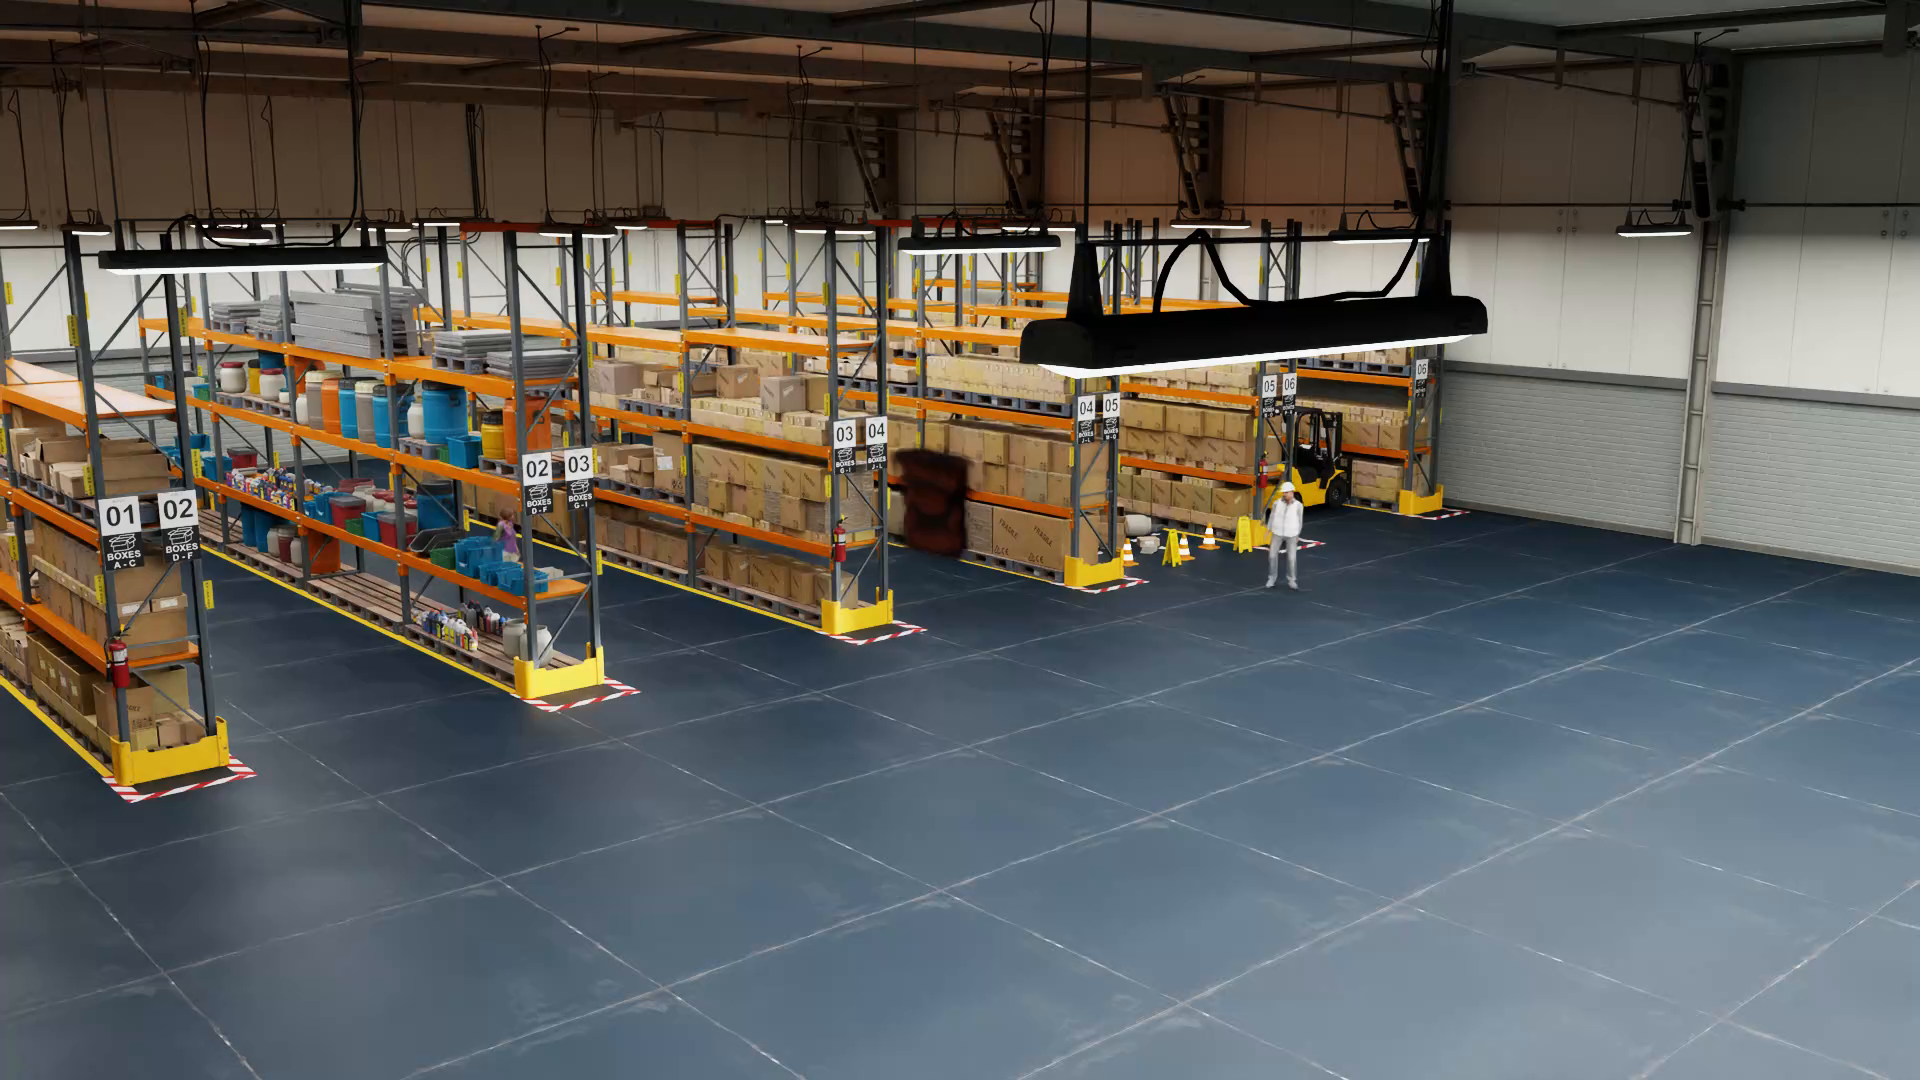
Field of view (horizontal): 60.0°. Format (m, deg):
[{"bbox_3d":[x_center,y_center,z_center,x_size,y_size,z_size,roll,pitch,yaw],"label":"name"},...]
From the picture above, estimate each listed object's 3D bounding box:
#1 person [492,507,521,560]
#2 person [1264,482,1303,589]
[{"bbox_3d":[-7.362,0.221,26.834,0.498,1.542,0.915,-11,16,-43],"label":"person"},{"bbox_3d":[5.391,-0.080,27.756,0.619,1.800,0.370,3,12,16],"label":"person"}]
